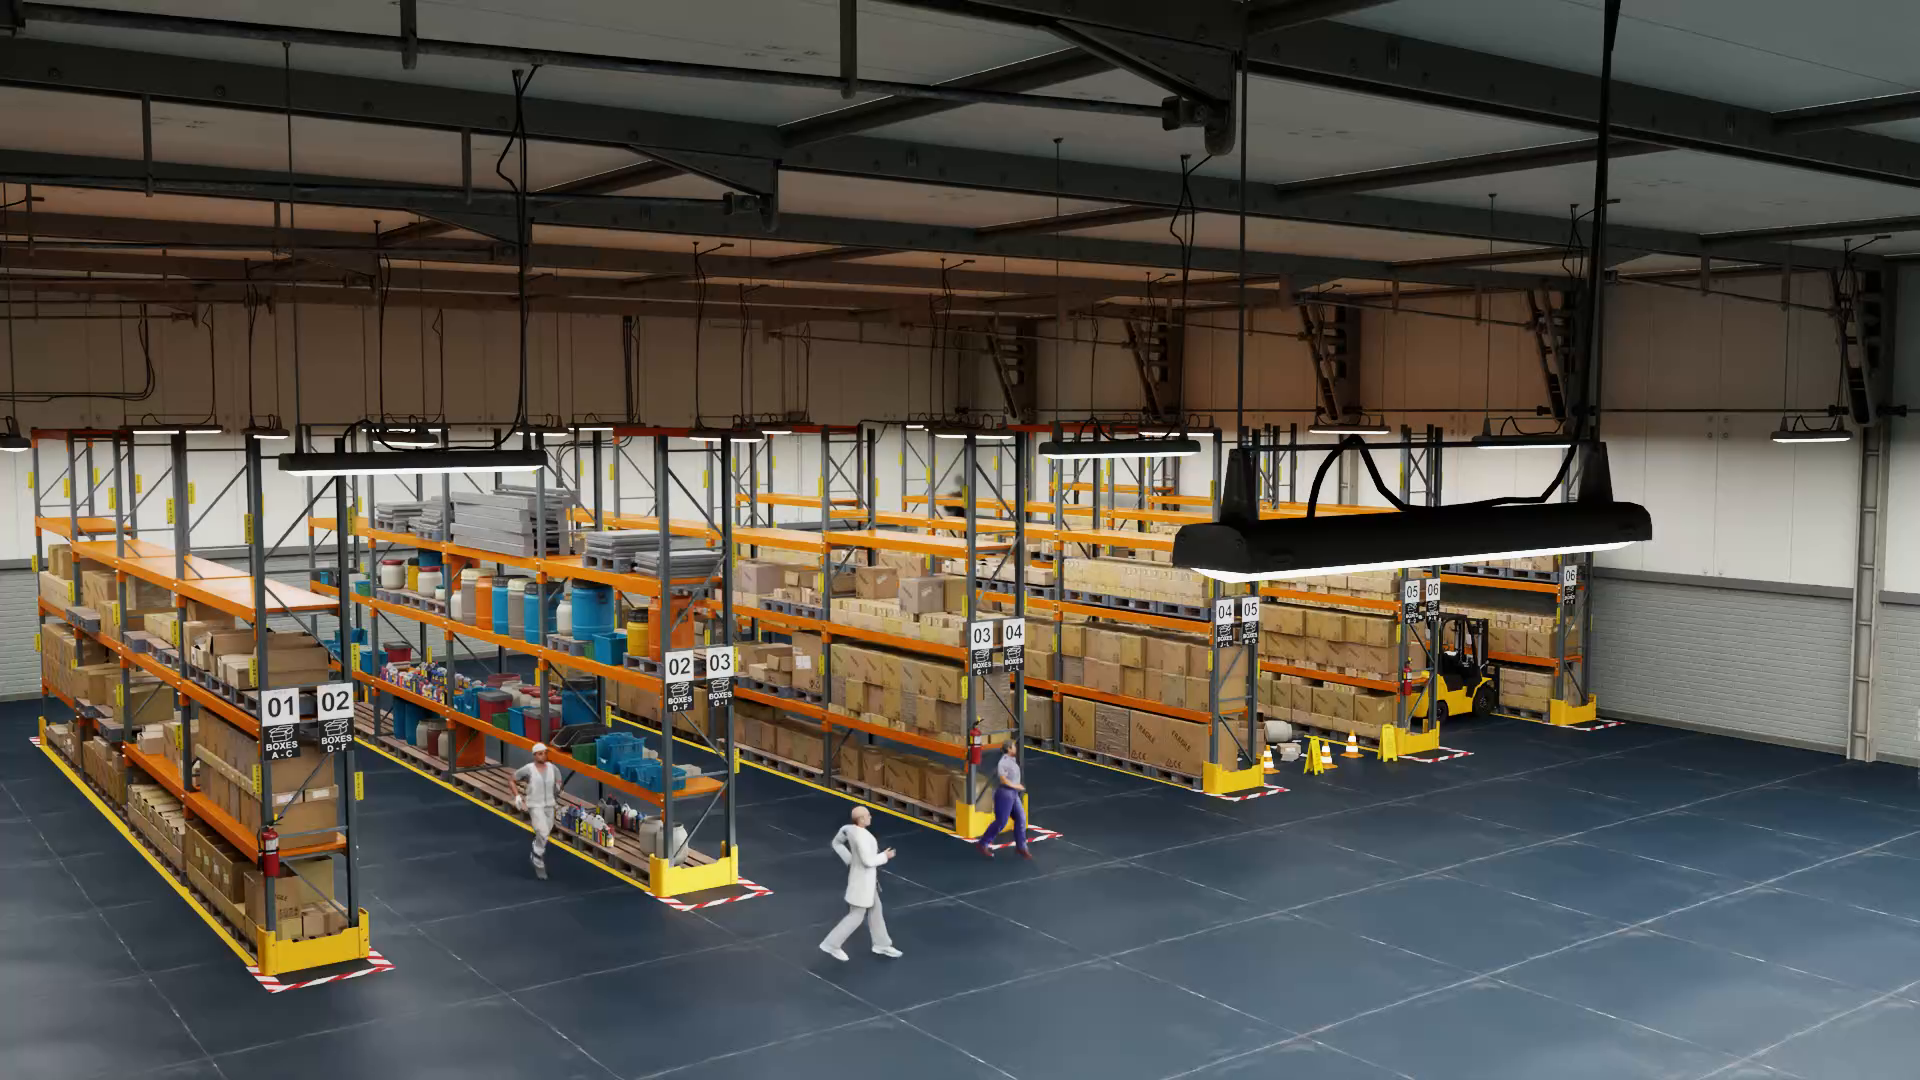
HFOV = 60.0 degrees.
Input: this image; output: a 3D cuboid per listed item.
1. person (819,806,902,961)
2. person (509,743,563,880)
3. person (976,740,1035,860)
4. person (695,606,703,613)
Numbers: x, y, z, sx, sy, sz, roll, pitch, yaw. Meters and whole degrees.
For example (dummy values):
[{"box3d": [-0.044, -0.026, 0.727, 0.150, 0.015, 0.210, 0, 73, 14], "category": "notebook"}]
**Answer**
[{"box3d": [-1.127, 3.928, 18.967, 0.986, 1.808, 0.701, -1, 5, -13], "category": "person"}, {"box3d": [-5.692, 3.667, 22.566, 0.762, 1.839, 0.643, 4, 6, 43], "category": "person"}, {"box3d": [0.678, 3.662, 23.574, 0.828, 1.663, 0.680, 1, 5, 13], "category": "person"}, {"box3d": [-6.202, 2.375, 39.258, 0.653, 1.834, 0.791, -3, 5, -34], "category": "person"}]
